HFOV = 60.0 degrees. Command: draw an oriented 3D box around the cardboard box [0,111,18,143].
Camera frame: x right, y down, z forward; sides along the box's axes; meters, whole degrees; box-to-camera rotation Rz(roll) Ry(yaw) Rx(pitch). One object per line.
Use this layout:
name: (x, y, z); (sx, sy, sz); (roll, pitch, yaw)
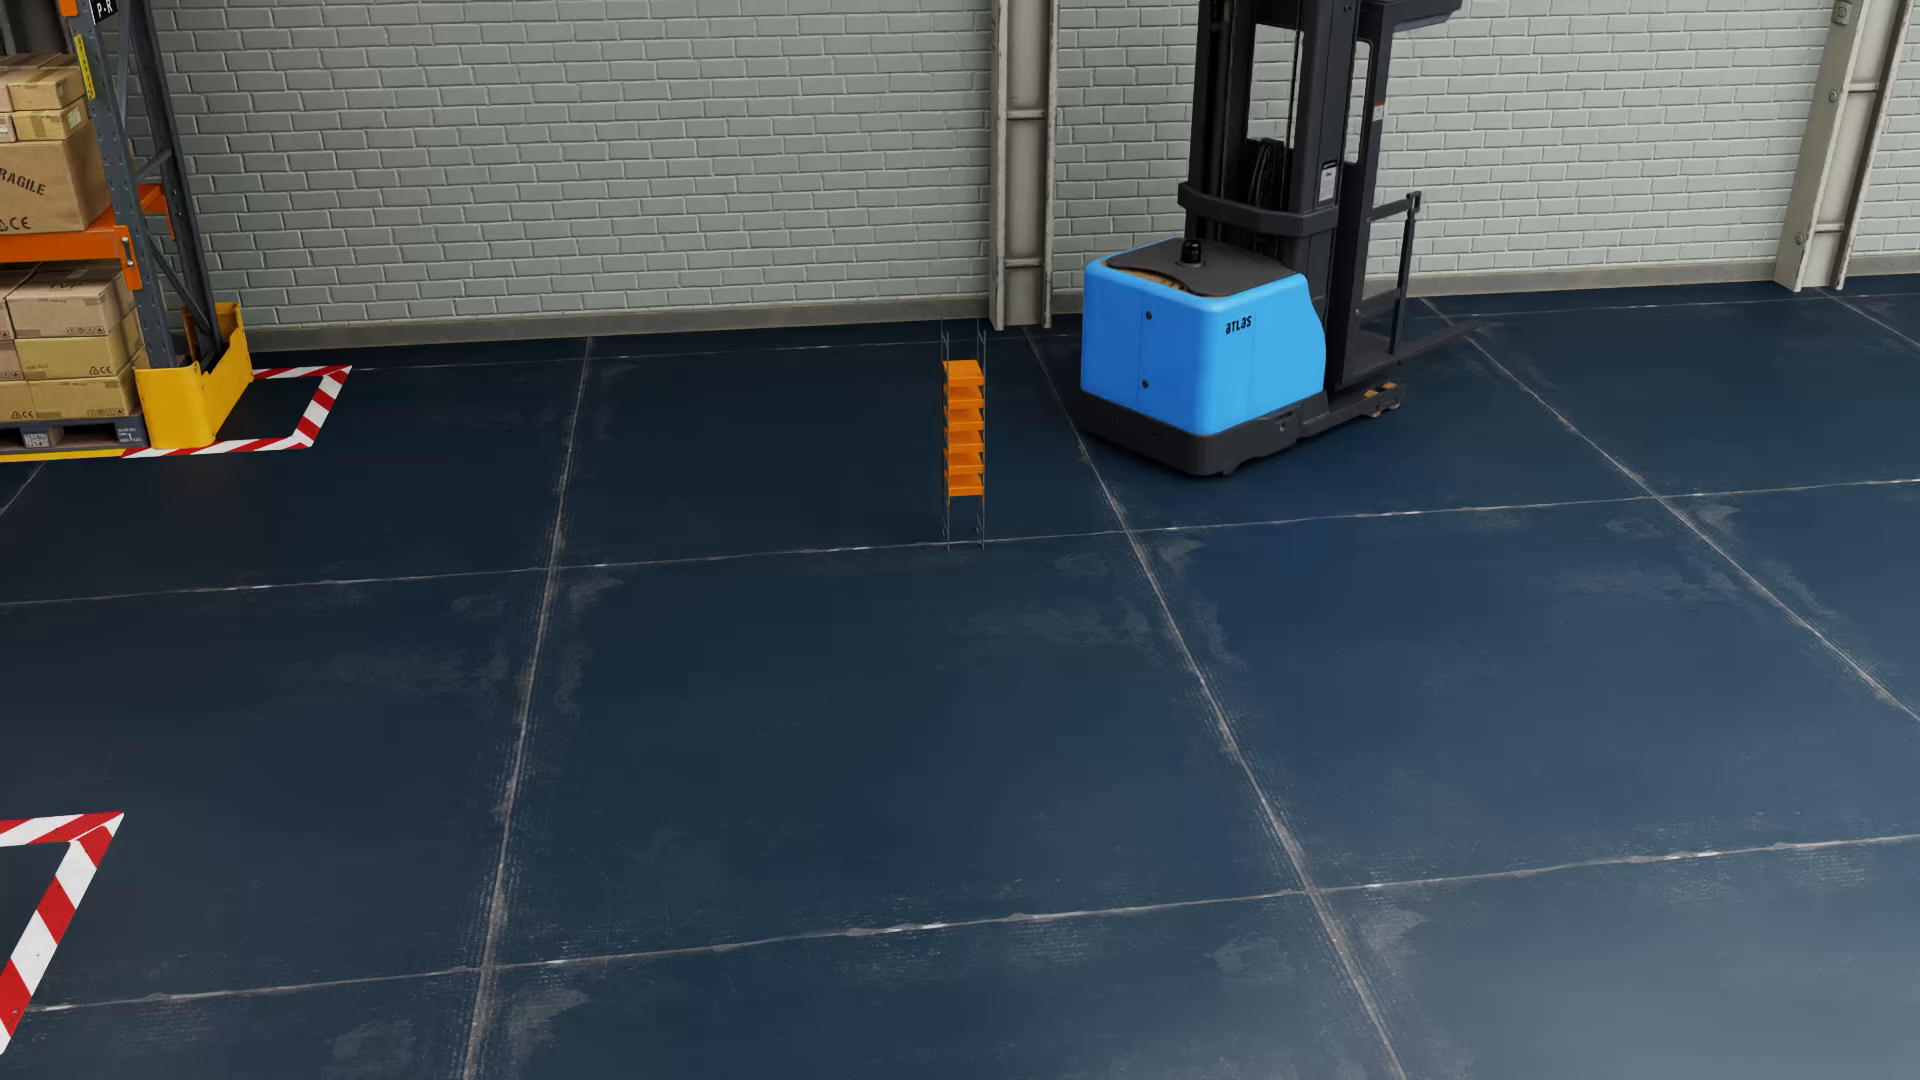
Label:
cardboard box: (-5.257, -2.289, 9.105); (0.250, 0.149, 0.380); (-3, 27, -6)

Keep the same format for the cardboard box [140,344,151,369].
cardboard box: (-5.218, -1.155, 10.267); (0.500, 0.250, 0.500); (-4, 27, -7)

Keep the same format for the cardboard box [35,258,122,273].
cardboard box: (-5.206, -1.598, 10.034); (0.500, 0.250, 0.500); (-4, 27, -8)

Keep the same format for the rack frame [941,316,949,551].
rack frame: (-0.076, -0.529, 8.467); (0.006, 1.200, 0.240); (-4, 27, -7)

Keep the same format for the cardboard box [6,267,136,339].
cardboard box: (-5.117, -1.372, 9.595); (0.500, 0.250, 0.500); (-3, 27, -5)

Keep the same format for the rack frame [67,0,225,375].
rack frame: (-4.704, -2.134, 9.624); (0.127, 3.000, 1.000); (-4, 27, -7)

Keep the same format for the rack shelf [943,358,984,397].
rack shelf: (0.014, -0.816, 8.334); (0.180, 0.103, 0.258); (-4, 27, -7)

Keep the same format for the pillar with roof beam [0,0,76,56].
pillar with roof beam: (-4.919, -3.220, 5.169); (0.400, 9.000, 9.100); (-4, 27, -7)

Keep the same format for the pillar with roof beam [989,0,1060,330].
pillar with roof beam: (1.022, -3.602, 5.913); (0.400, 9.000, 9.100); (-4, 27, -7)

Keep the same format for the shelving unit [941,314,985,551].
shelving unit: (0.014, -0.535, 8.478); (0.189, 1.200, 0.258); (-4, 27, -7)

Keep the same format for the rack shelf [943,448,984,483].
rack shelf: (0.014, -0.388, 8.553); (0.180, 0.103, 0.258); (-4, 27, -7)

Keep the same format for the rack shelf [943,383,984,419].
rack shelf: (0.014, -0.709, 8.389); (0.180, 0.103, 0.258); (-4, 27, -7)

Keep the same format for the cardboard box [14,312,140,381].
cardboard box: (-5.142, -1.148, 9.706); (0.500, 0.250, 0.500); (-4, 27, -8)

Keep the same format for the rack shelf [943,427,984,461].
rack shelf: (0.014, -0.495, 8.498); (0.180, 0.103, 0.258); (-4, 27, -7)

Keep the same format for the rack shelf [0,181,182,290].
rack shelf: (-6.685, -1.687, 9.540); (4.000, 0.370, 1.077); (-4, 27, -7)

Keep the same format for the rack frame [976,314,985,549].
rack frame: (0.105, -0.541, 8.489); (0.006, 1.200, 0.240); (-4, 27, -7)

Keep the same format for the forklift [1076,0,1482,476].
forklift: (2.133, -2.216, 9.858); (3.031, 2.935, 1.130); (-22, 34, -36)

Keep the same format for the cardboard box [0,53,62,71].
cardboard box: (-5.338, -2.686, 9.554); (0.250, 0.149, 0.380); (-3, 27, -5)

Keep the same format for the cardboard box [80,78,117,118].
cardboard box: (-5.076, -2.563, 9.639); (0.250, 0.149, 0.380); (-4, 27, -8)

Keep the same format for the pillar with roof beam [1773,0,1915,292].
pillar with roof beam: (6.964, -3.984, 6.656); (0.400, 9.000, 9.100); (-4, 27, -7)

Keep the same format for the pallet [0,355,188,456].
pallet: (-5.455, -0.826, 10.128); (1.213, 0.211, 1.003); (-4, 27, -7)

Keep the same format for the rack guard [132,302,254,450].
rack guard: (-4.680, -1.024, 10.197); (0.348, 0.500, 1.175); (-4, 27, -7)

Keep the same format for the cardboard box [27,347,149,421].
cardboard box: (-5.125, -0.925, 9.819); (0.500, 0.250, 0.500); (-3, 27, -7)

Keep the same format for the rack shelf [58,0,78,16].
rack shelf: (-6.685, -3.021, 8.855); (4.000, 0.370, 1.077); (-4, 27, -7)

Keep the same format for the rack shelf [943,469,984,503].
rack shelf: (0.014, -0.282, 8.608); (0.180, 0.103, 0.258); (-4, 27, -7)

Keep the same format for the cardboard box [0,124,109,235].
cardboard box: (-5.155, -2.029, 9.308); (0.500, 0.500, 0.500); (-4, 27, -8)

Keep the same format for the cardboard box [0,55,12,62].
cardboard box: (-5.590, -2.650, 9.483); (0.250, 0.149, 0.380); (-3, 27, -6)

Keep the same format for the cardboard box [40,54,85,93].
cardboard box: (-5.066, -2.675, 9.531); (0.250, 0.149, 0.380); (-4, 27, -8)

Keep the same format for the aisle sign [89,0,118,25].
aisle sign: (-4.598, -3.162, 8.780); (0.004, 0.787, 0.394); (-4, 27, -7)

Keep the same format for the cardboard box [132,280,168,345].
cardboard box: (-5.199, -1.384, 10.166); (0.500, 0.250, 0.500); (-3, 27, -6)

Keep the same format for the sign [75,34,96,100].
sign: (-4.642, -2.509, 8.825); (0.005, 0.325, 0.100); (-4, 27, -7)

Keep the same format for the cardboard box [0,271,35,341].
cardboard box: (-5.621, -1.337, 9.527); (0.500, 0.250, 0.500); (-3, 27, -6)

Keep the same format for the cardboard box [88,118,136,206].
cardboard box: (-5.233, -2.273, 9.784); (0.500, 0.500, 0.500); (-3, 27, -5)

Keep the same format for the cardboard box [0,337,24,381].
cardboard box: (-5.641, -1.121, 9.653); (0.500, 0.250, 0.500); (-4, 27, -8)

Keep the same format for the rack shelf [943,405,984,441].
rack shelf: (0.014, -0.602, 8.443); (0.180, 0.103, 0.258); (-4, 27, -7)

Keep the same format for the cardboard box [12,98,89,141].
cardboard box: (-5.008, -2.319, 9.163); (0.250, 0.149, 0.380); (-3, 27, -6)

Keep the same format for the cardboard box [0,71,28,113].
cardboard box: (-5.269, -2.452, 9.097); (0.250, 0.149, 0.380); (-4, 27, -7)

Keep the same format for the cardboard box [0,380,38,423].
cardboard box: (-5.619, -0.898, 9.766); (0.500, 0.250, 0.500); (-4, 27, -7)

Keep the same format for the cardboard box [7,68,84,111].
cardboard box: (-5.029, -2.482, 9.155); (0.250, 0.149, 0.380); (-4, 27, -7)

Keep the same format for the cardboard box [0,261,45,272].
cardboard box: (-5.701, -1.564, 9.969); (0.500, 0.250, 0.500); (-4, 27, -7)
